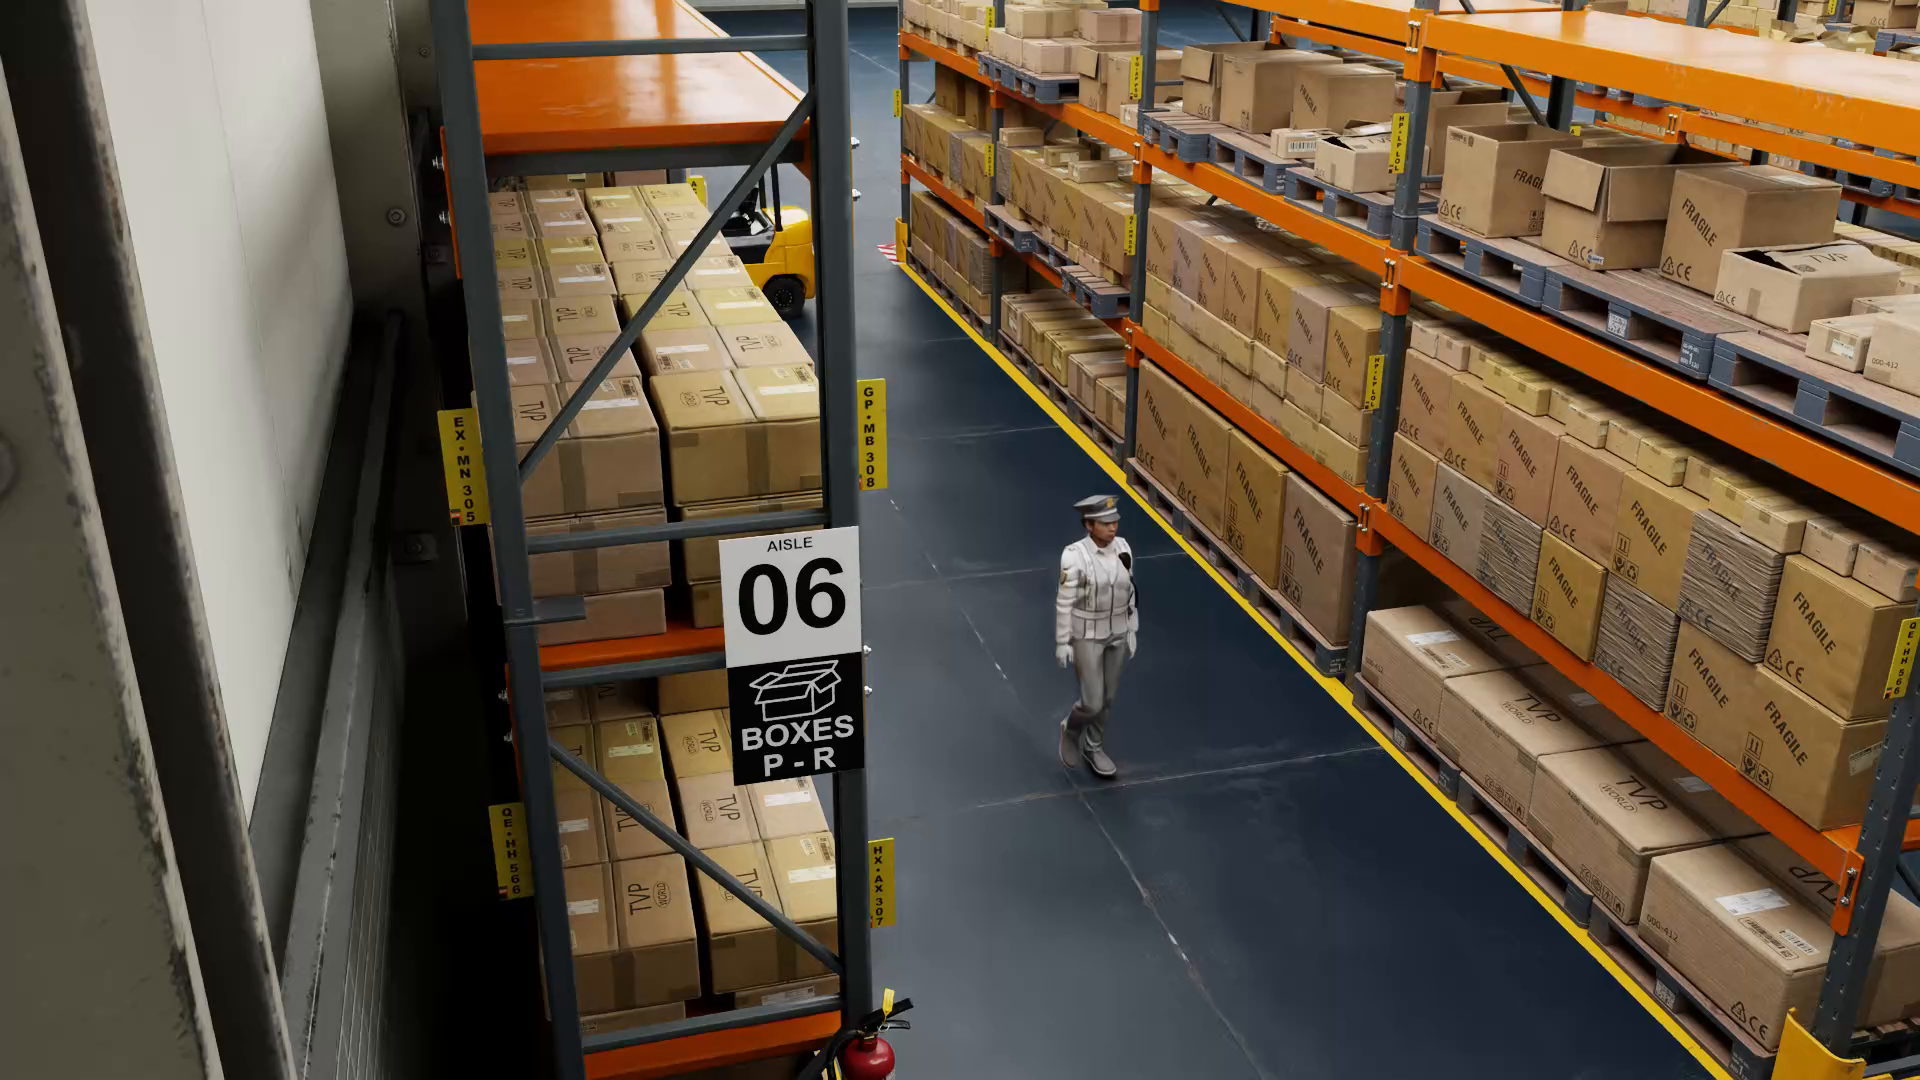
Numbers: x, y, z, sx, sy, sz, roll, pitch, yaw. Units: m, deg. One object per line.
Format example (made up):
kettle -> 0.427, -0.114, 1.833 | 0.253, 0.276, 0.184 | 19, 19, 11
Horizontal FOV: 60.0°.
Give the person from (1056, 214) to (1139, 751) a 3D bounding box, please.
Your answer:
person -> 2.608, -1.346, 13.104 | 7.927, 2.202, 5.993 | -13, 26, -27
